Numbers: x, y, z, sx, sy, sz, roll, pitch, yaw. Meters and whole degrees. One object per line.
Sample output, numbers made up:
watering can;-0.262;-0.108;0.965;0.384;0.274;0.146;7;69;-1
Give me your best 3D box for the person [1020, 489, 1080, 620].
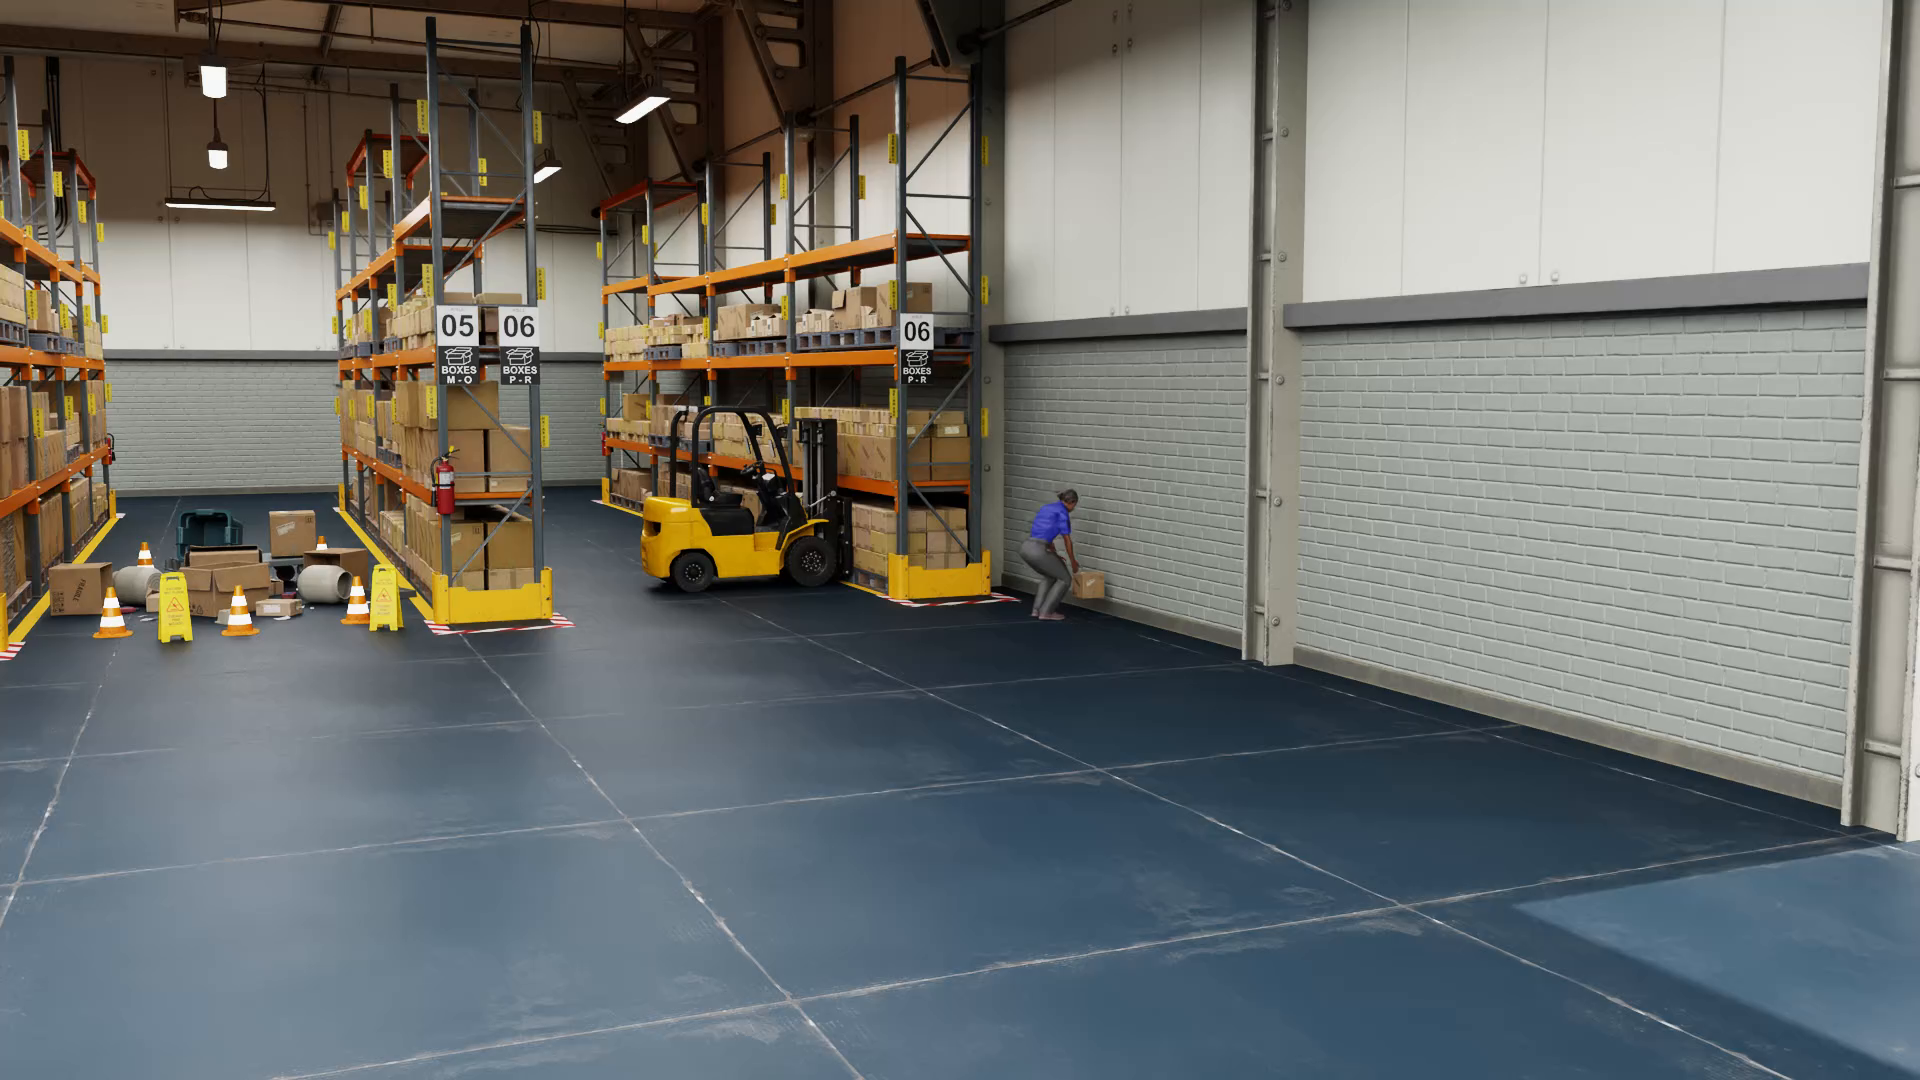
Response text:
person;0.928;0.149;17.217;0.652;1.336;0.496;-2;6;-24
